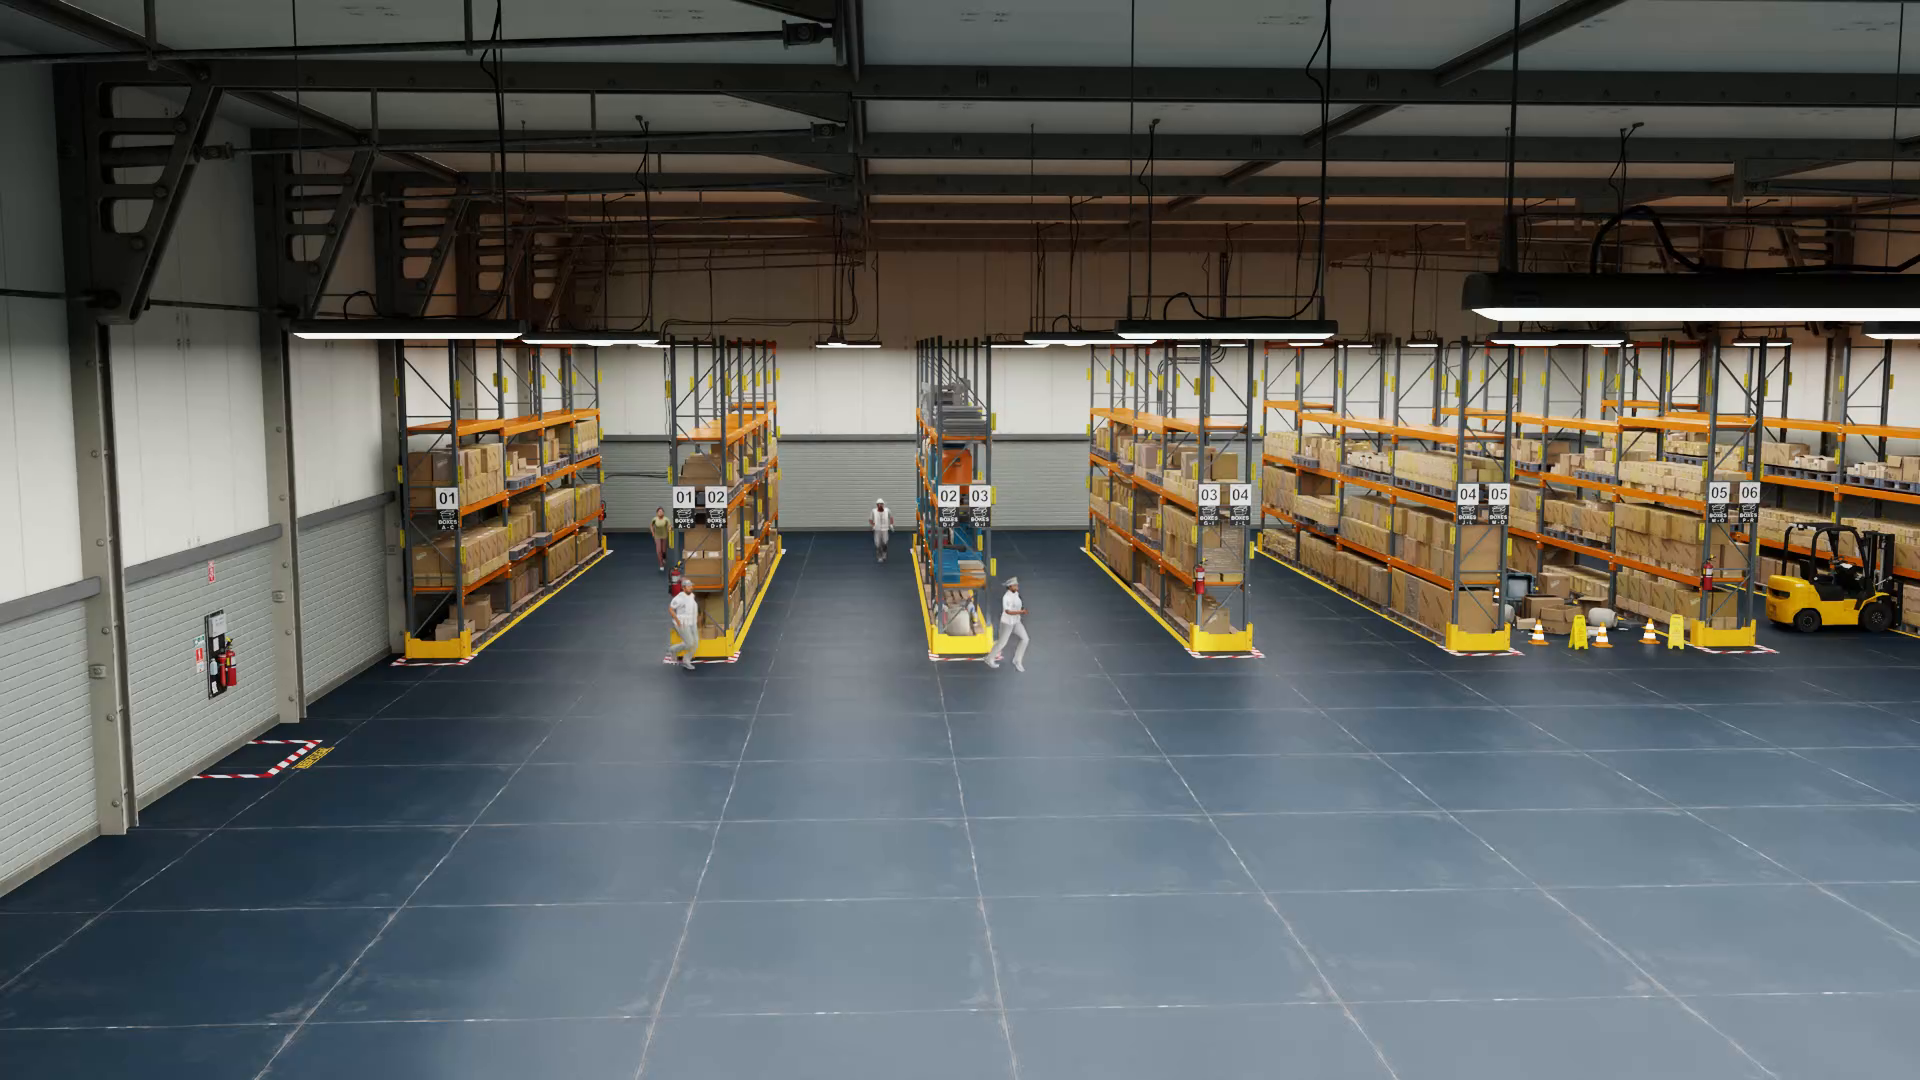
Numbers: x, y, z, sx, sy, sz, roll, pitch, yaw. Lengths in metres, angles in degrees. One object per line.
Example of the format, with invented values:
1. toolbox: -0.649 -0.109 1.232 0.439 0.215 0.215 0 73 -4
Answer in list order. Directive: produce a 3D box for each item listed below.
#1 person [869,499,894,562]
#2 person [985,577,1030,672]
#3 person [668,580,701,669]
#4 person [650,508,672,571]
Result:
1. person: -2.120 -0.252 44.957 0.677 1.731 0.672 -1 7 -5
2. person: 0.899 1.509 29.802 0.875 1.733 0.588 4 8 33
3. person: -4.966 1.521 30.103 0.563 1.624 0.620 4 8 31
4. person: -7.864 -0.046 43.744 0.564 1.645 0.812 -1 7 -11
